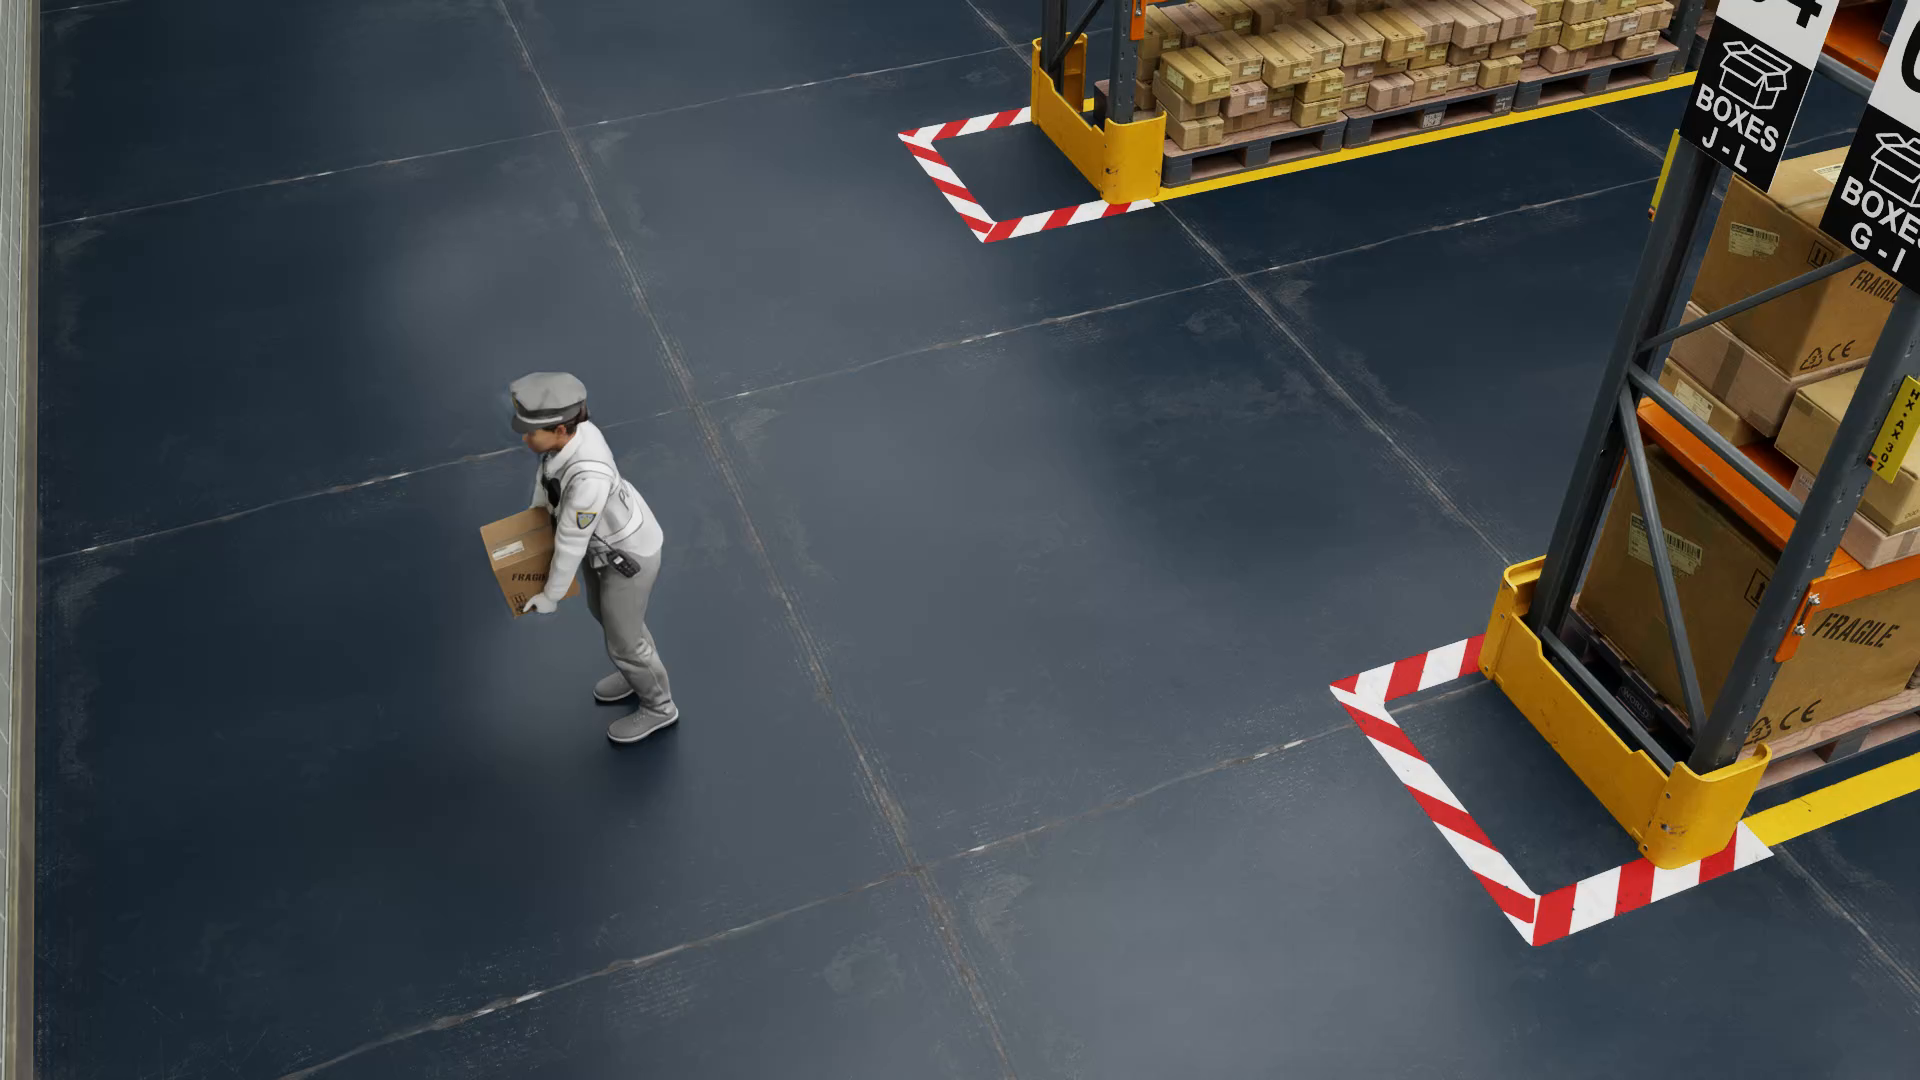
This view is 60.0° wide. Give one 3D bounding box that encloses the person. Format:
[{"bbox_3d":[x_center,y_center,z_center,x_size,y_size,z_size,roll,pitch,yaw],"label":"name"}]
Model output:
[{"bbox_3d":[-1.357,0.083,6.086,0.551,1.647,0.415,-16,44,-17],"label":"person"}]
